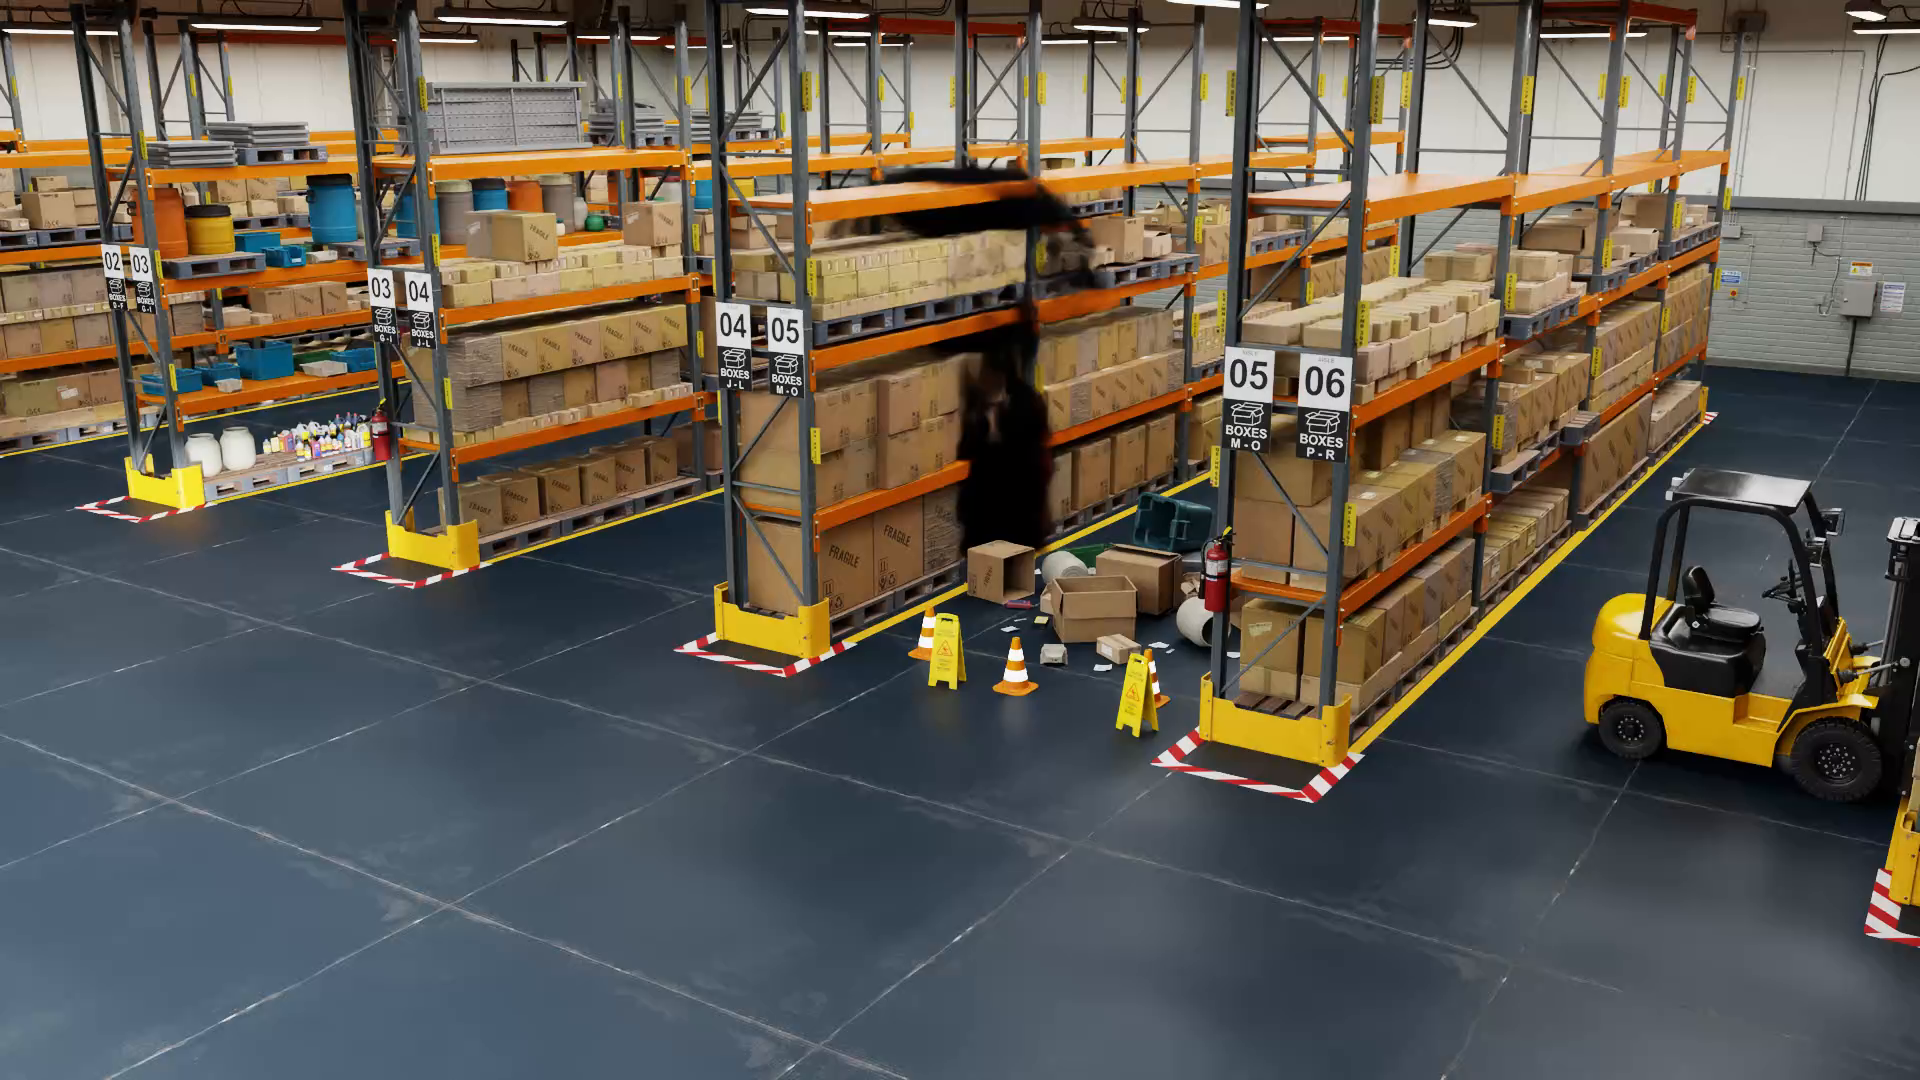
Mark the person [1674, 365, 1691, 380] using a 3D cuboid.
[{"bbox_3d":[11.975,-3.468,28.314,1.040,1.773,0.710,3,16,10],"label":"person"}]

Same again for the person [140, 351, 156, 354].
[{"bbox_3d":[-13.579,-3.279,27.912,0.625,1.697,0.757,10,19,33],"label":"person"}]
